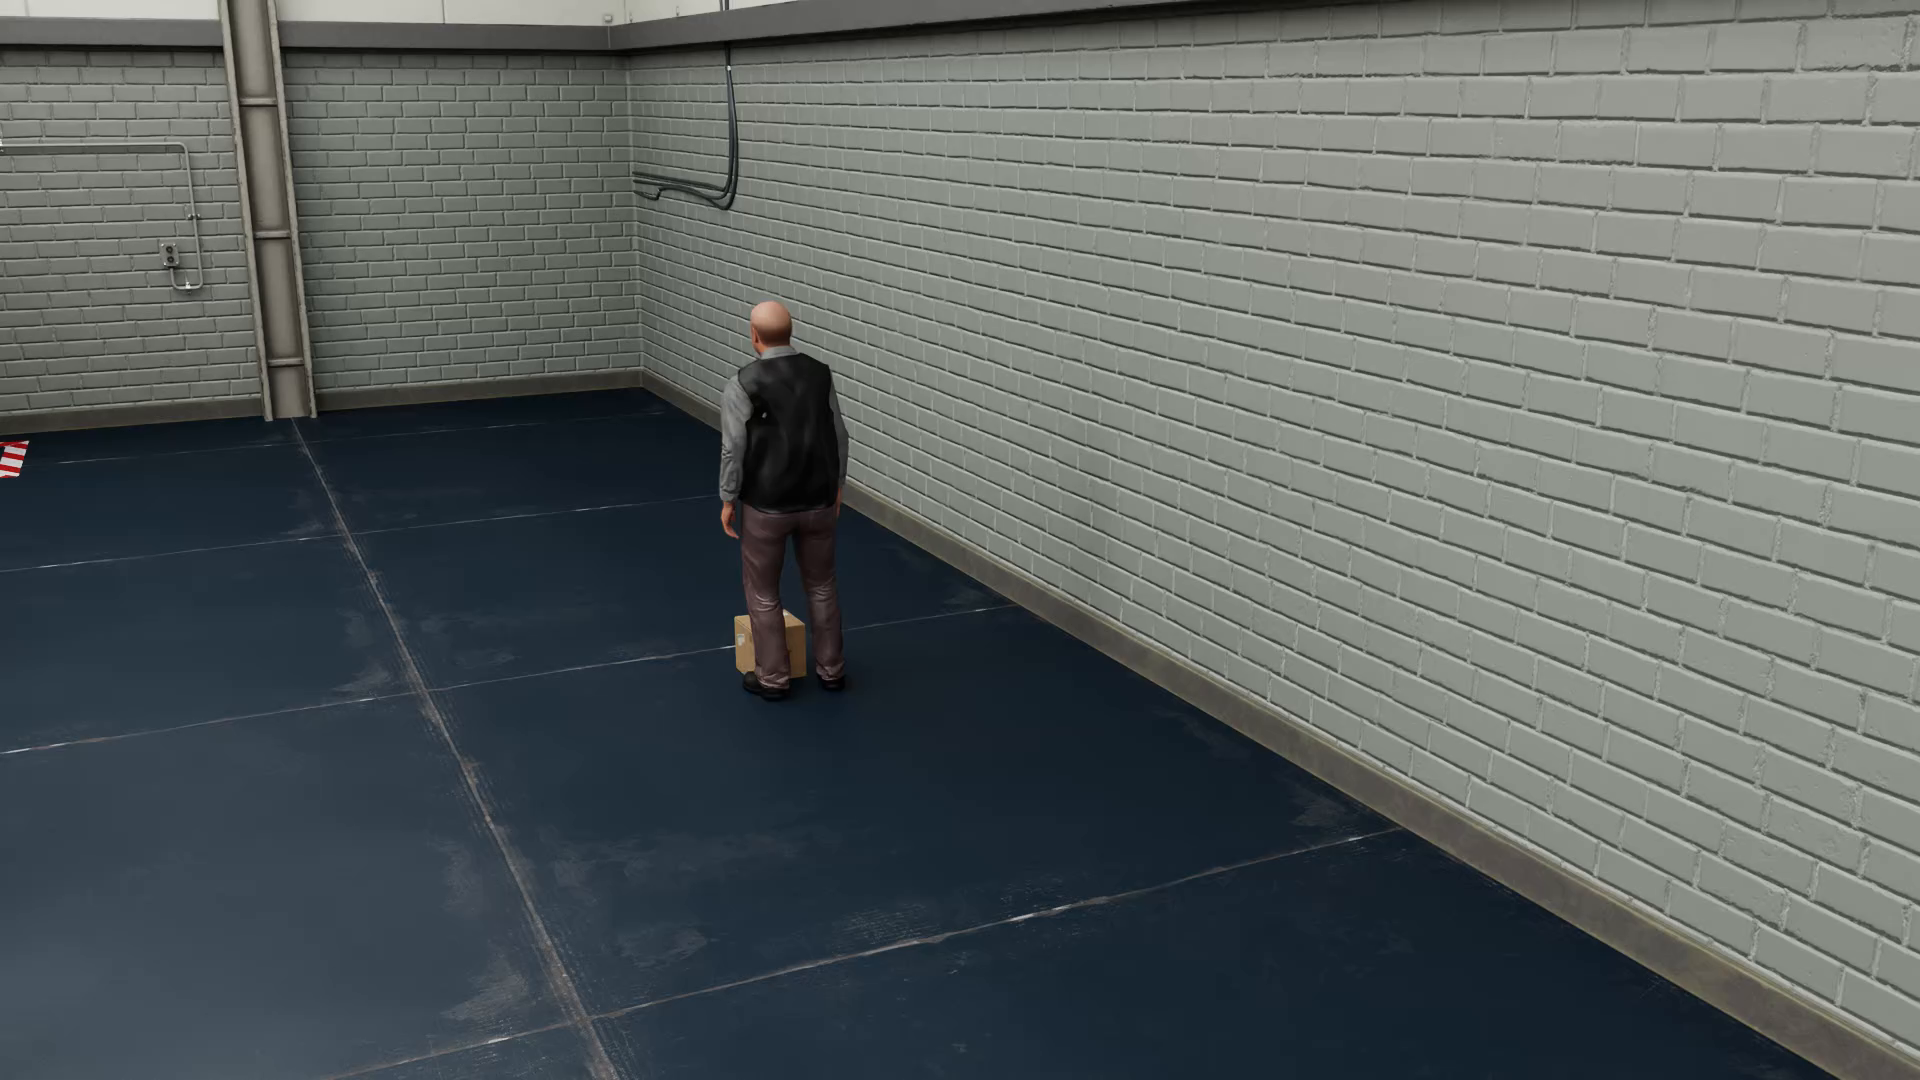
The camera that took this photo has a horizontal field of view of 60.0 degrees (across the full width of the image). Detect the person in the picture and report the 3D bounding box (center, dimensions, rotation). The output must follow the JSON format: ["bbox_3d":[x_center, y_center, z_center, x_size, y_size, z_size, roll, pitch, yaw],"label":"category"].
[{"bbox_3d":[-0.744,-0.158,7.150,0.594,1.721,0.418,-8,17,-27],"label":"person"}]
